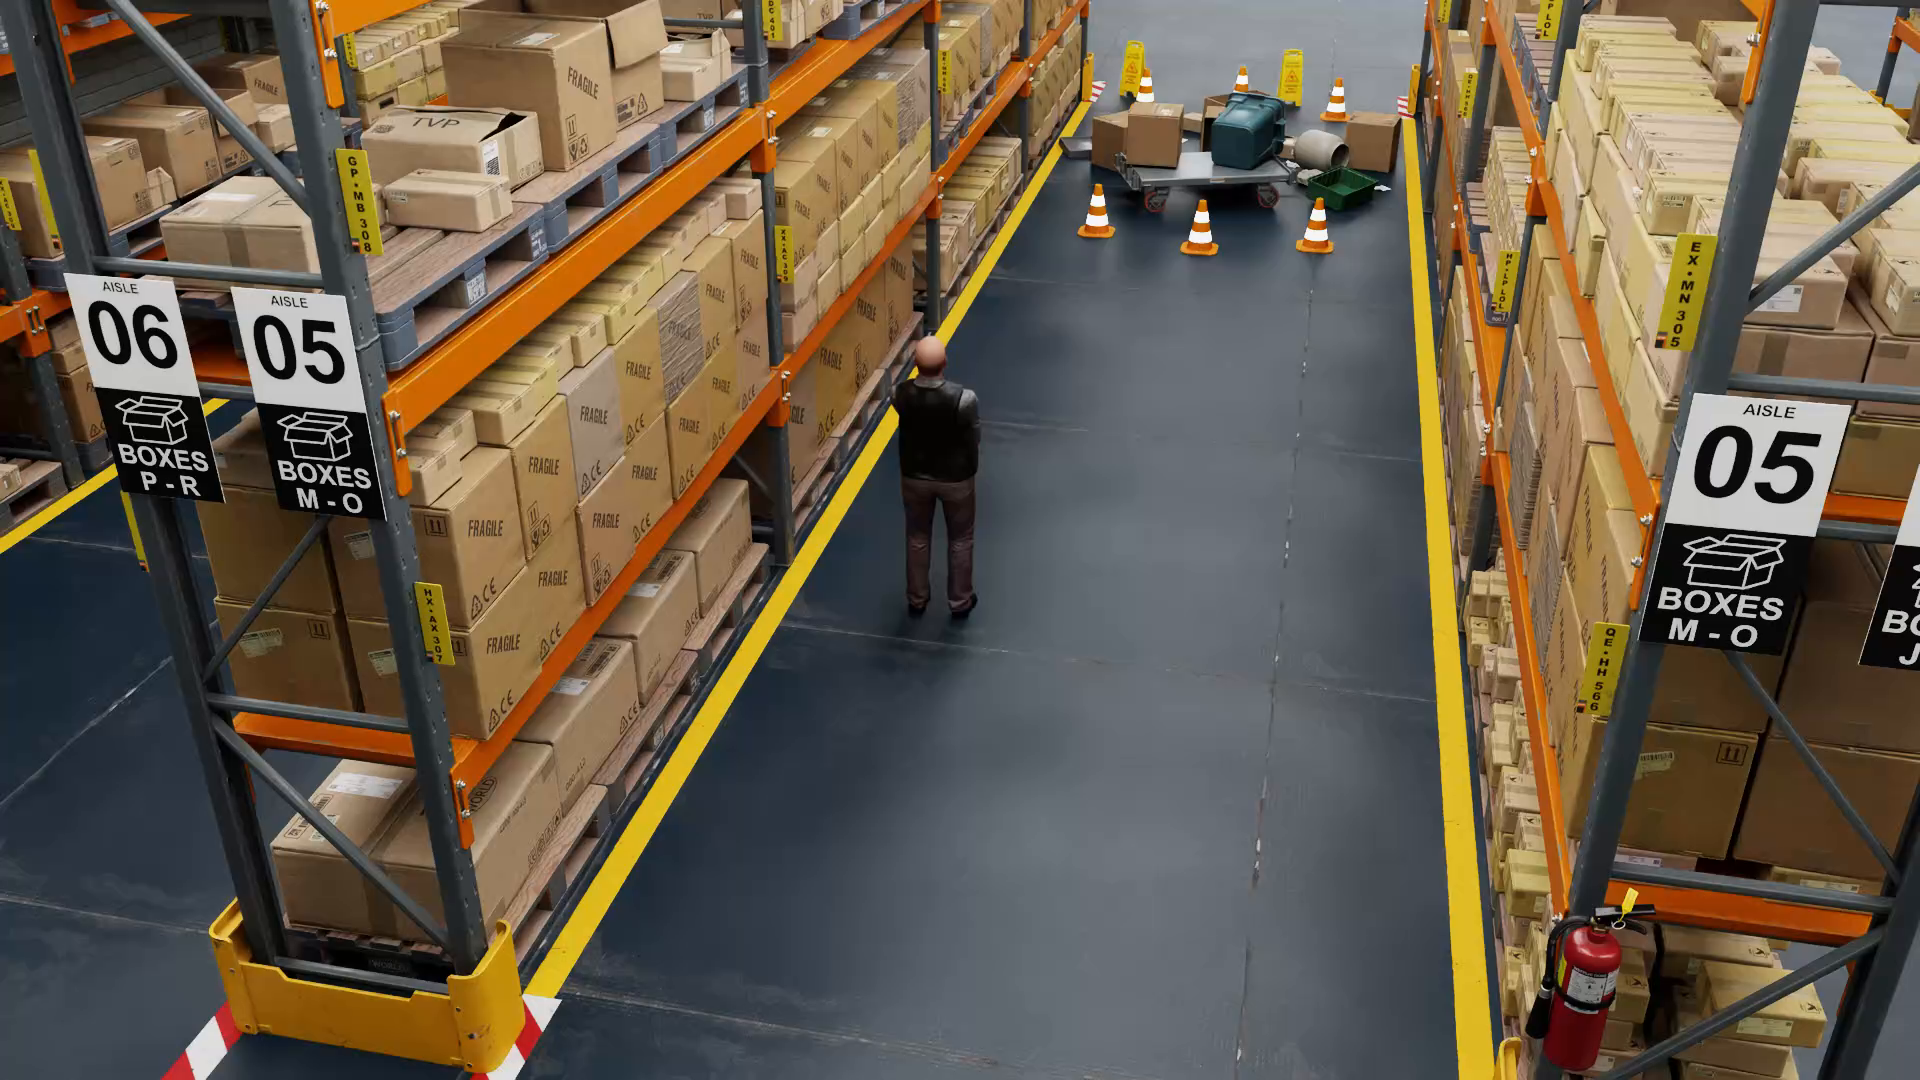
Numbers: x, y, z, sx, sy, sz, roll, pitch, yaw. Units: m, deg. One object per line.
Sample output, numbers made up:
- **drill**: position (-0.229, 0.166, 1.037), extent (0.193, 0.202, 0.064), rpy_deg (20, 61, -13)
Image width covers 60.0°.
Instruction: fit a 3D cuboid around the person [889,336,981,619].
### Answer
- **person**: position (-0.117, -0.397, 9.385), extent (0.494, 1.711, 0.560), rpy_deg (6, 29, 11)
